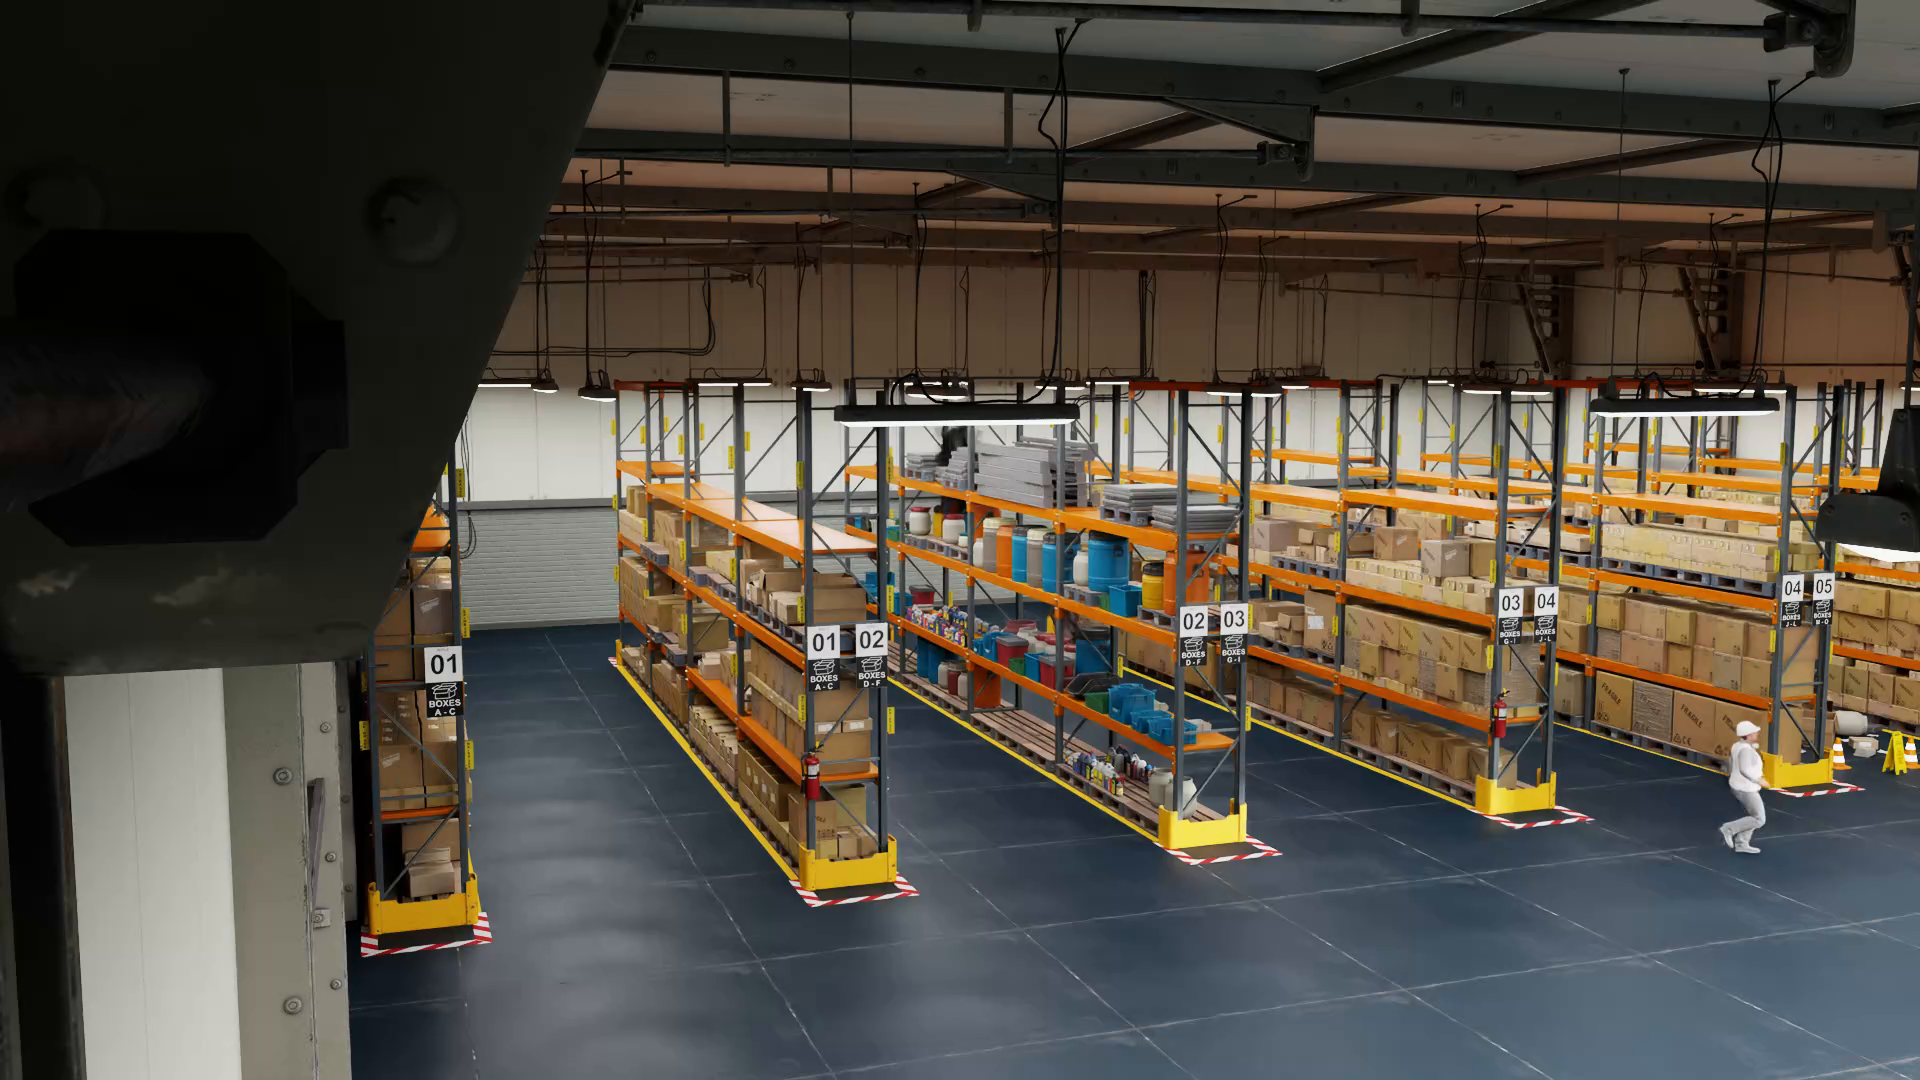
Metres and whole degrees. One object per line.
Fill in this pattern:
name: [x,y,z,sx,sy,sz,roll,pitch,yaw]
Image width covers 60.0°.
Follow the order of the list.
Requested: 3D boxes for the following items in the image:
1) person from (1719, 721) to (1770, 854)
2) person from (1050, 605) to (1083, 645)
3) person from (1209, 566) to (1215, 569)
person: [10.142,3.197,21.533,0.580,1.727,0.647,1,6,11]
person: [2.134,1.762,32.335,0.650,1.725,0.616,-4,7,-34]
person: [5.816,1.403,39.009,0.676,1.629,0.504,0,6,4]
